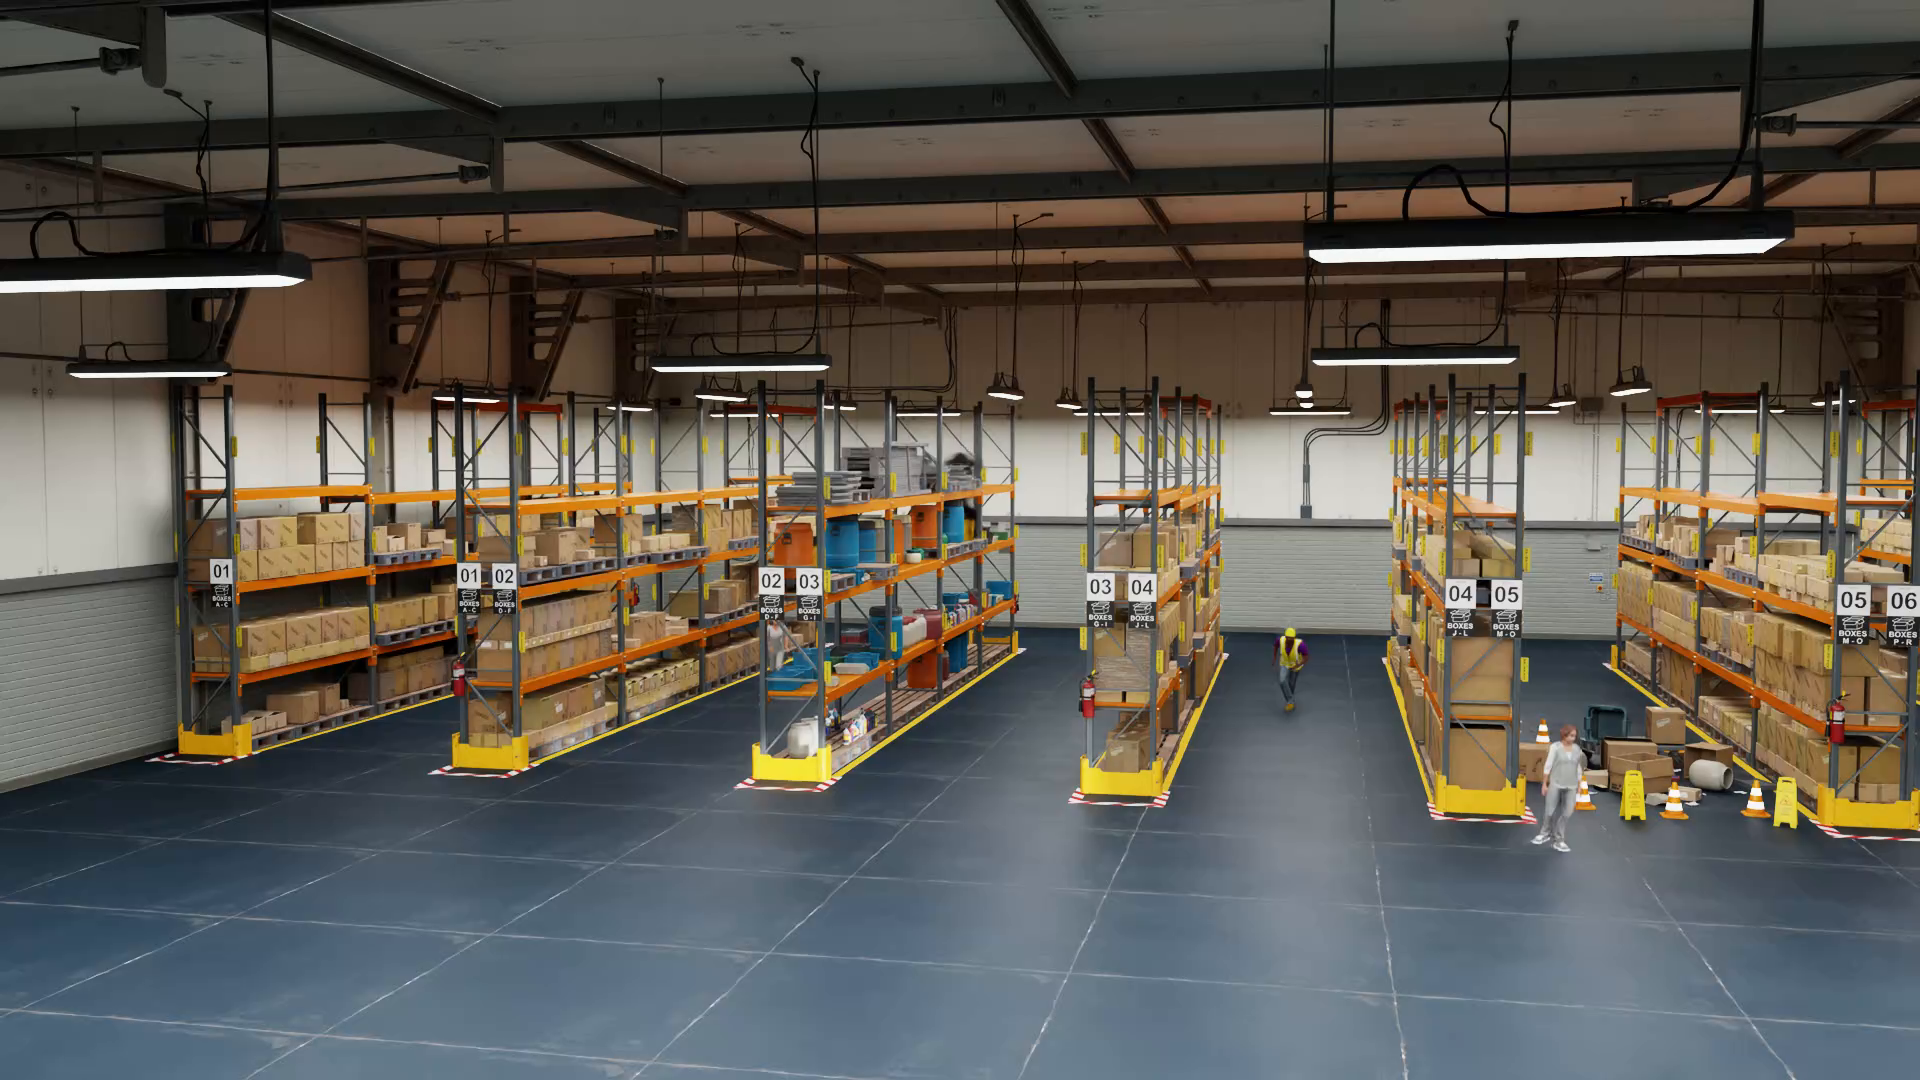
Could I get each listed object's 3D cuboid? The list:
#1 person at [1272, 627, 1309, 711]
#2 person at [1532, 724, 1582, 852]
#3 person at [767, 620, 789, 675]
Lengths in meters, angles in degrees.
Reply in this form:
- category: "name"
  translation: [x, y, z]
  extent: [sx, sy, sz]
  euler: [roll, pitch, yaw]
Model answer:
- category: "person"
  translation: [6.335, 2.430, 31.814]
  extent: [0.712, 1.594, 1.132]
  euler: [1, 3, 16]
- category: "person"
  translation: [7.411, 3.060, 20.609]
  extent: [0.542, 1.577, 0.433]
  euler: [0, 3, -3]
- category: "person"
  translation: [-3.777, 2.295, 33.992]
  extent: [0.561, 1.624, 0.794]
  euler: [-1, 3, -9]
